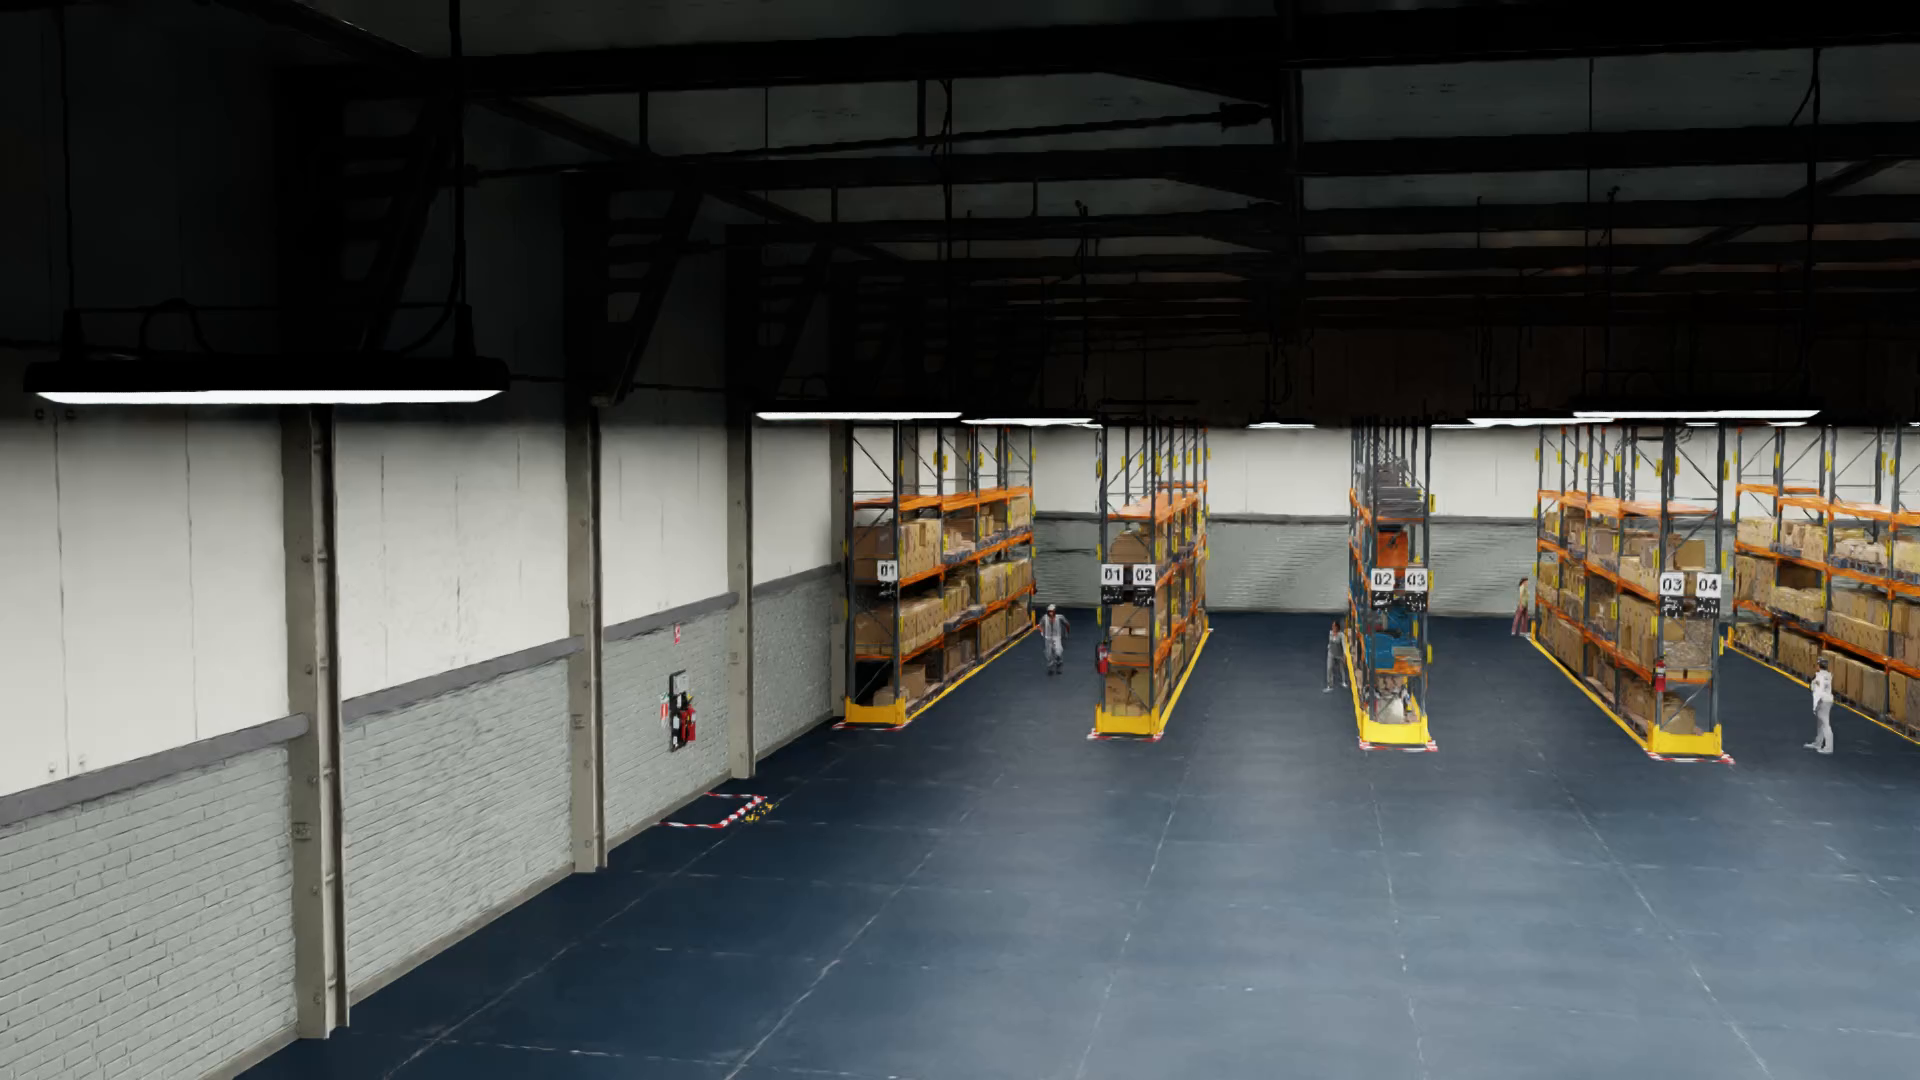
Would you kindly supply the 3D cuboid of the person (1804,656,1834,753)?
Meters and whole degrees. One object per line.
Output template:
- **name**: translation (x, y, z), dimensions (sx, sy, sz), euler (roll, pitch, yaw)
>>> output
- **person**: translation (15.296, 2.906, 29.567), dimensions (0.526, 1.665, 0.567), euler (3, 5, 42)

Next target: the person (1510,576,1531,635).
- **person**: translation (15.608, 1.822, 46.238), dimensions (0.538, 1.668, 0.557), euler (2, 4, 30)

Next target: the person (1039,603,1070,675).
- **person**: translation (2.171, 2.311, 38.544), dimensions (0.688, 1.712, 0.782), euler (1, 4, 17)

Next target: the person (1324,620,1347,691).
- **person**: translation (8.257, 2.517, 36.365), dimensions (0.437, 1.543, 0.849), euler (2, 4, 28)
